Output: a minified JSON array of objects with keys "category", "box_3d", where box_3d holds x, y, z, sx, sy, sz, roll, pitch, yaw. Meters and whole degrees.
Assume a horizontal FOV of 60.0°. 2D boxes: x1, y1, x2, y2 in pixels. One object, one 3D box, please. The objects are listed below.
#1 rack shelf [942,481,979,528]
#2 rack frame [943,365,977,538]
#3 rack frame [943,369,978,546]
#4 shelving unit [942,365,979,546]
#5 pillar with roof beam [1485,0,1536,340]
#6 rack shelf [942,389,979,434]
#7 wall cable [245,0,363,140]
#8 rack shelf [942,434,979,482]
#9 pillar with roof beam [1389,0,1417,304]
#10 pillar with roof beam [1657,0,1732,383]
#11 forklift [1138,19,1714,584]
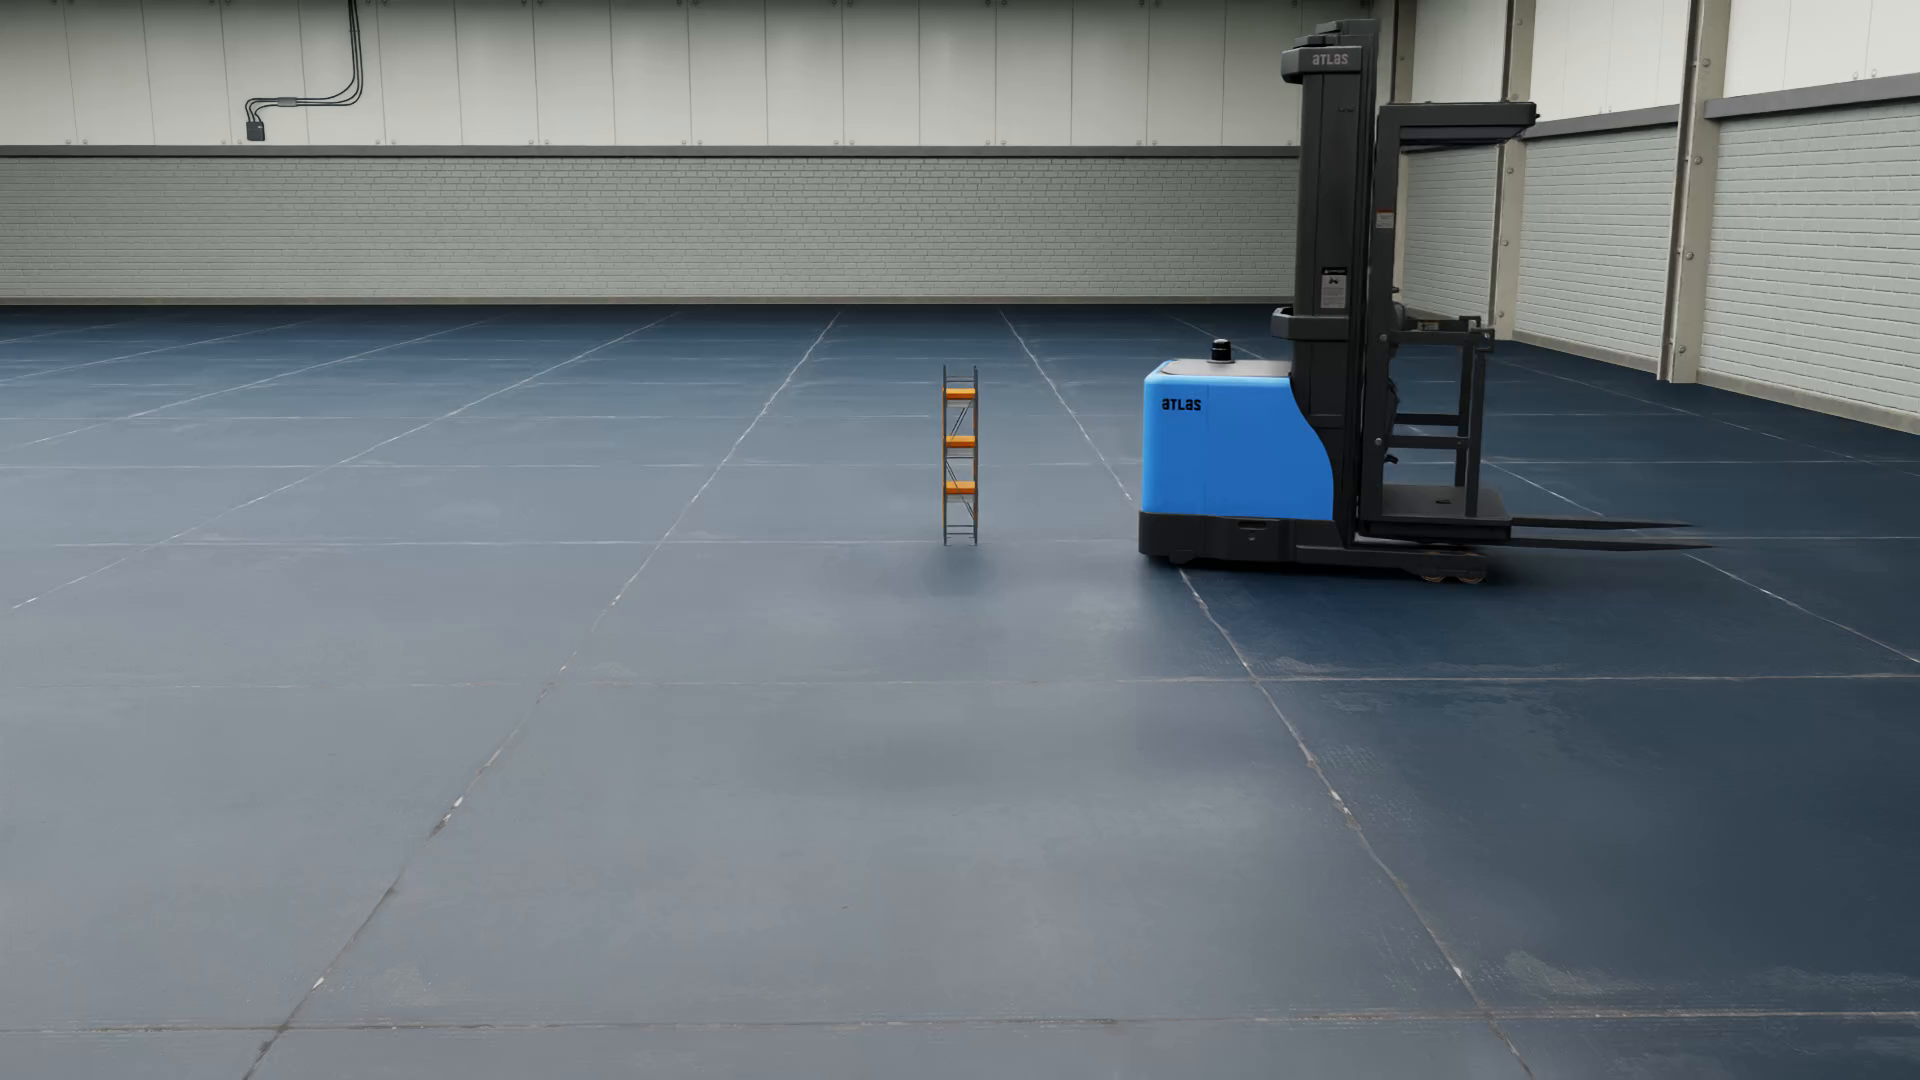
[{"category":"rack shelf","box_3d":[0.001,-0.221,9.960,0.215,0.259,0.240,0,11,-1]},{"category":"rack frame","box_3d":[-0.001,-0.528,10.022,0.200,1.050,0.008,0,11,-1]},{"category":"rack frame","box_3d":[0.004,-0.480,9.783,0.200,1.050,0.008,0,11,-1]},{"category":"shelving unit","box_3d":[0.001,-0.504,9.902,0.215,1.050,0.252,0,11,-1]},{"category":"pillar with roof beam","box_3d":[3.773,-7.401,23.907,9.100,9.000,0.400,0,11,-1]},{"category":"rack shelf","box_3d":[0.001,-0.772,9.848,0.215,0.259,0.240,0,11,-1]},{"category":"wall cable","box_3d":[-12.788,-10.776,31.987,2.305,6.003,0.169,0,11,-1]},{"category":"rack shelf","box_3d":[0.001,-0.494,9.904,0.215,0.259,0.240,0,11,-1]},{"category":"pillar with roof beam","box_3d":[3.649,-8.594,29.786,9.100,9.000,0.400,0,11,-1]},{"category":"pillar with roof beam","box_3d":[3.897,-6.208,18.028,9.100,9.000,0.400,0,11,-1]},{"category":"forklift","box_3d":[2.578,-1.317,9.179,3.031,2.935,1.130,3,12,13]}]
